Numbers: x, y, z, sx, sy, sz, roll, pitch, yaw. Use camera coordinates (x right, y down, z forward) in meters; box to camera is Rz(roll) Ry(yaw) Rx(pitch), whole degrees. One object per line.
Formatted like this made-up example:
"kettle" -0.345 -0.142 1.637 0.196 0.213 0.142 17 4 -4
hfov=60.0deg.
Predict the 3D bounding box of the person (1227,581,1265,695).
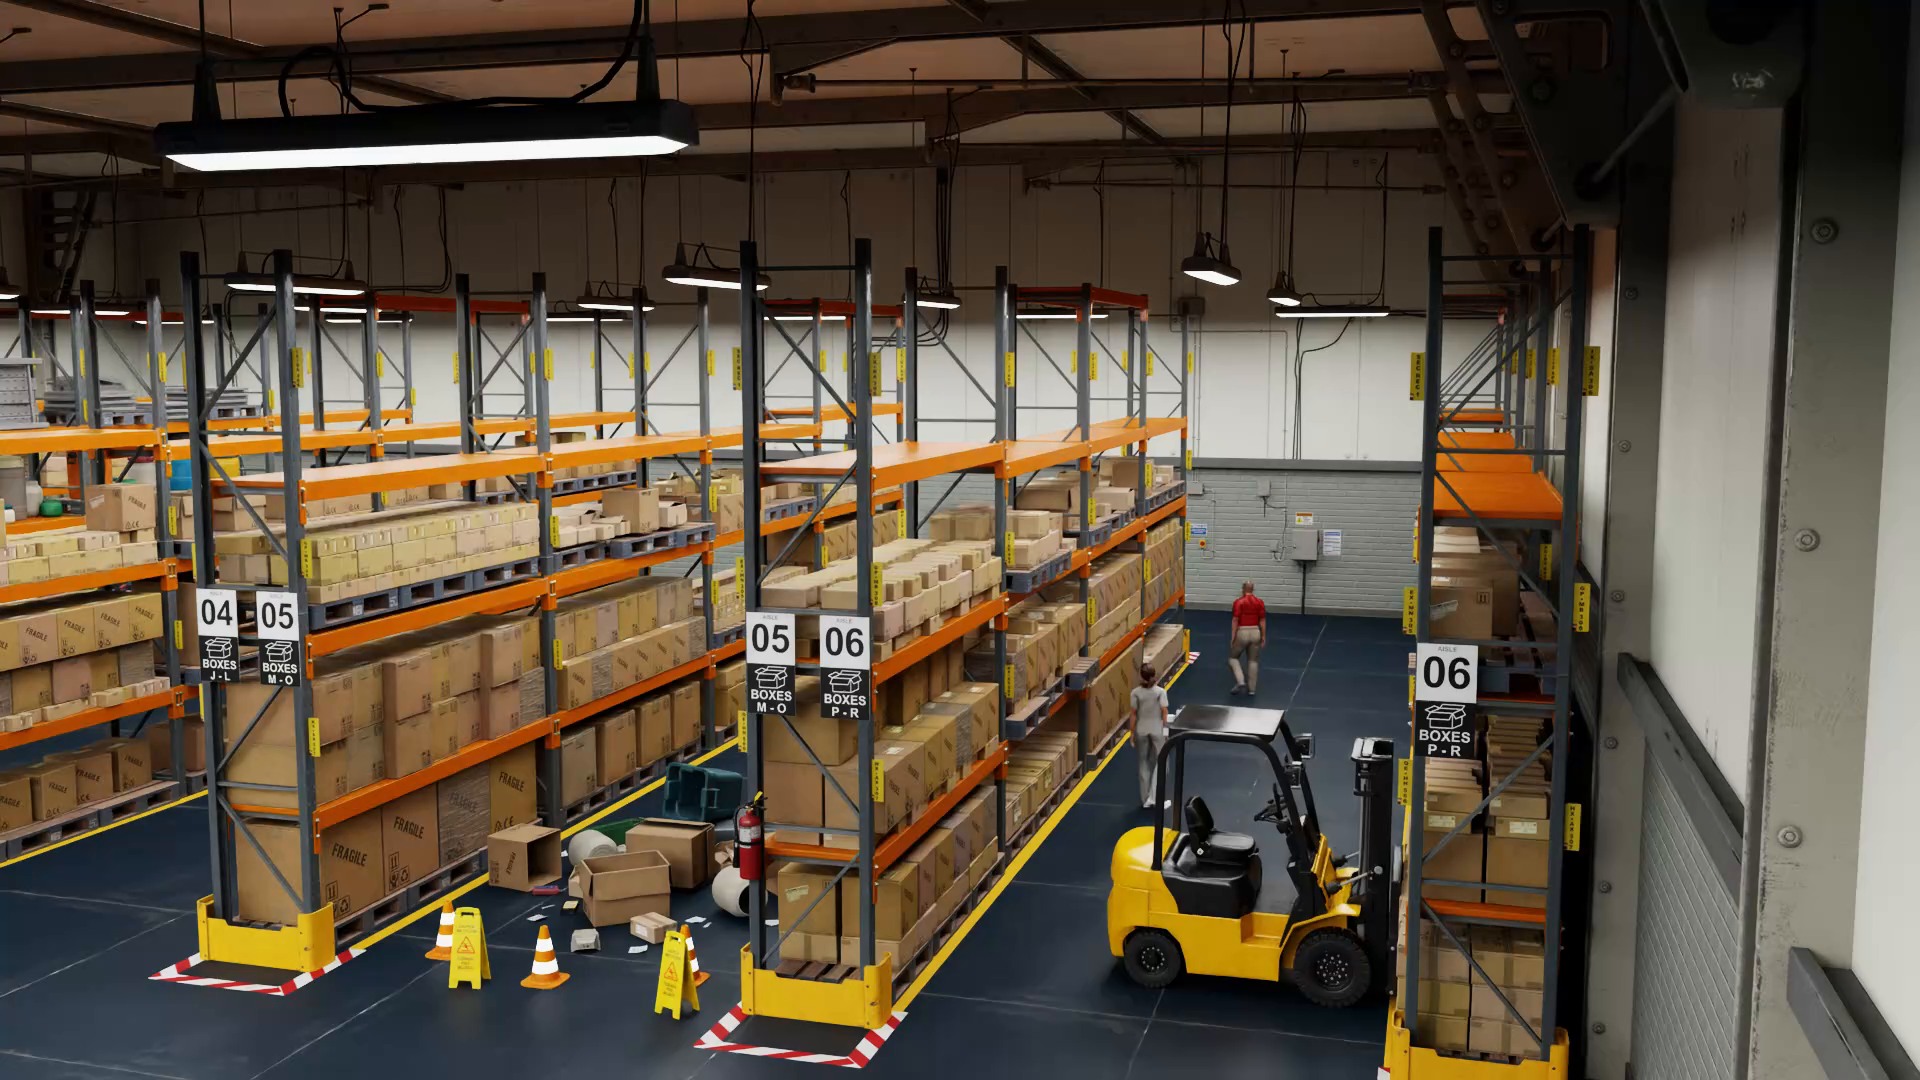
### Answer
"person" 4.366 1.491 25.234 0.579 1.735 0.459 -2 7 -16

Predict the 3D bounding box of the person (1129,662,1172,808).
"person" 2.172 2.230 18.902 0.501 1.671 0.504 1 6 9
